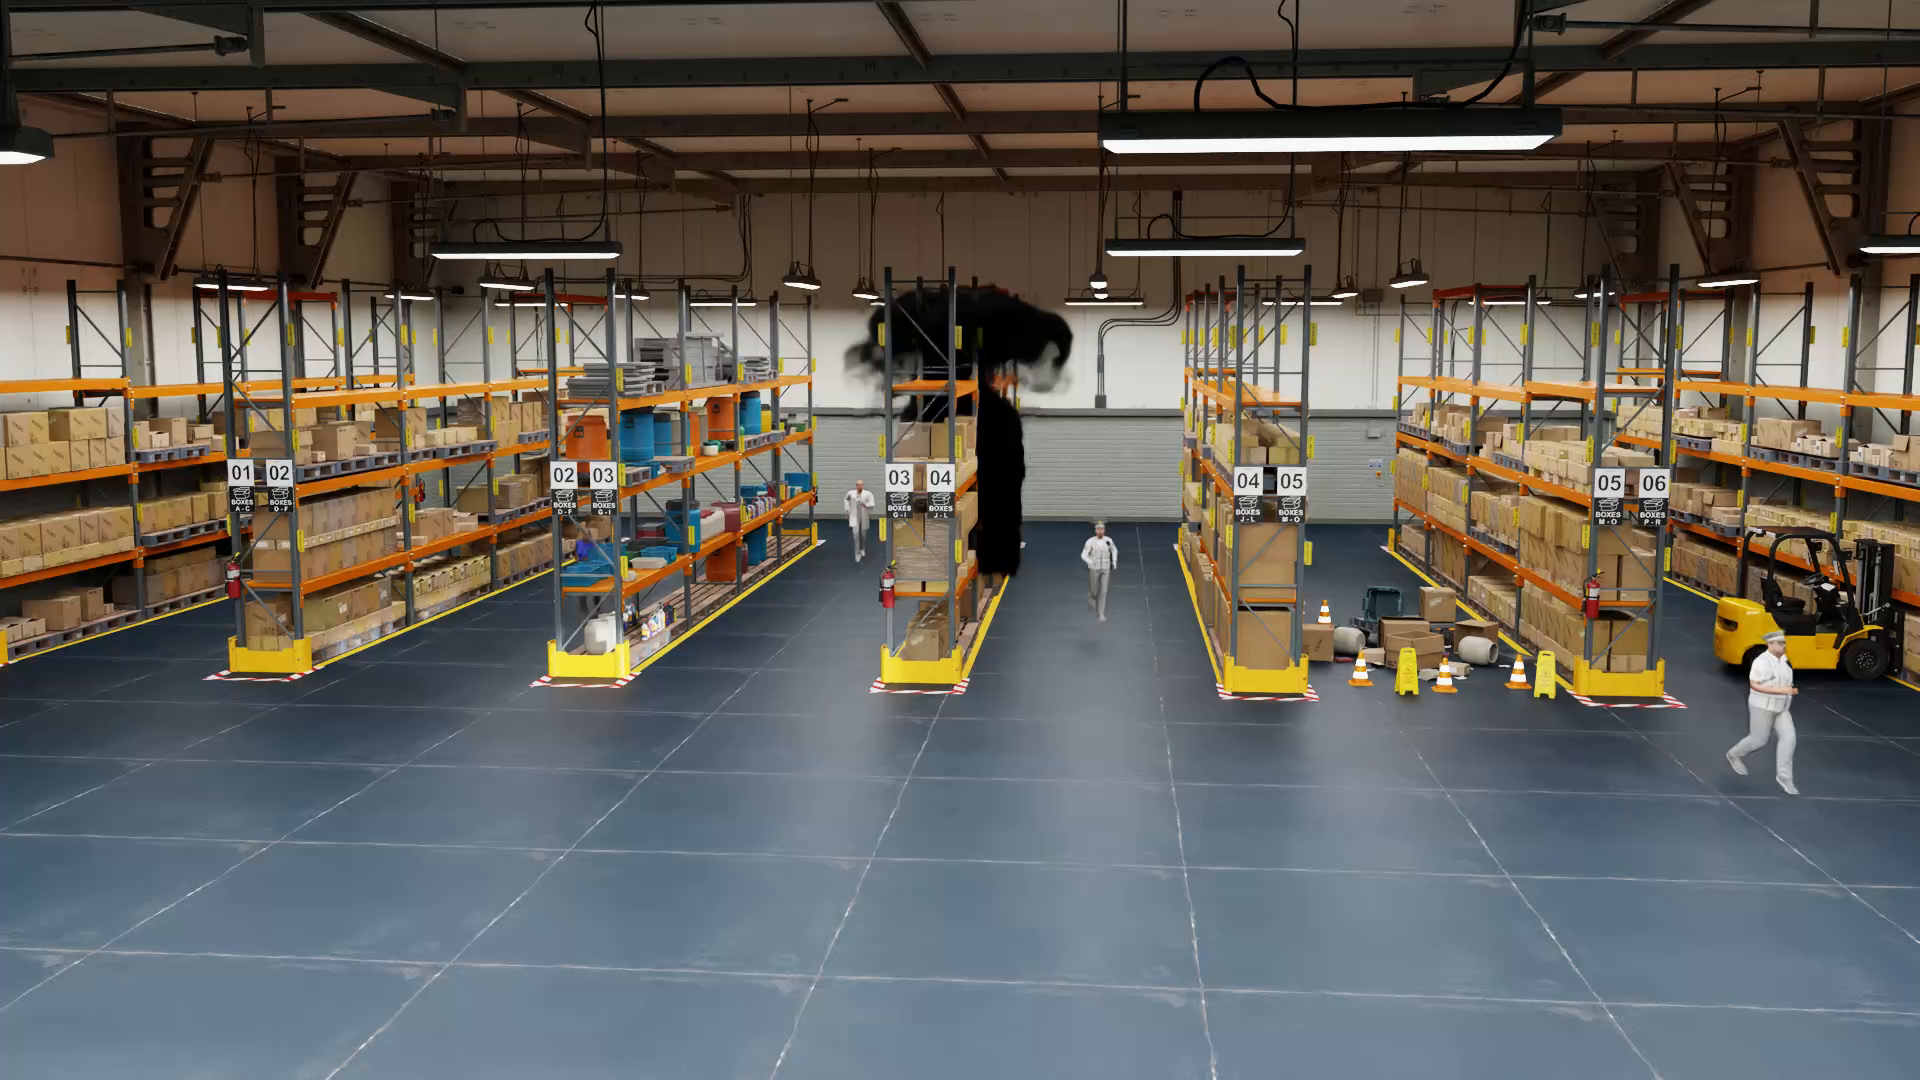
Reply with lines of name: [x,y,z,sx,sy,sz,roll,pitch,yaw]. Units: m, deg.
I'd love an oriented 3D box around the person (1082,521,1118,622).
person: [2.363,0.499,27.913,0.632,1.670,0.861,-1,7,-4]

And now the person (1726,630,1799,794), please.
person: [9.018,1.893,18.610,0.691,1.853,0.913,-4,8,-28]

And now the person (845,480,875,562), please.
person: [-2.261,-0.465,37.564,0.681,1.810,1.007,-1,7,-4]

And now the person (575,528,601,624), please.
person: [-6.595,0.615,29.587,0.600,1.686,0.838,1,7,10]
